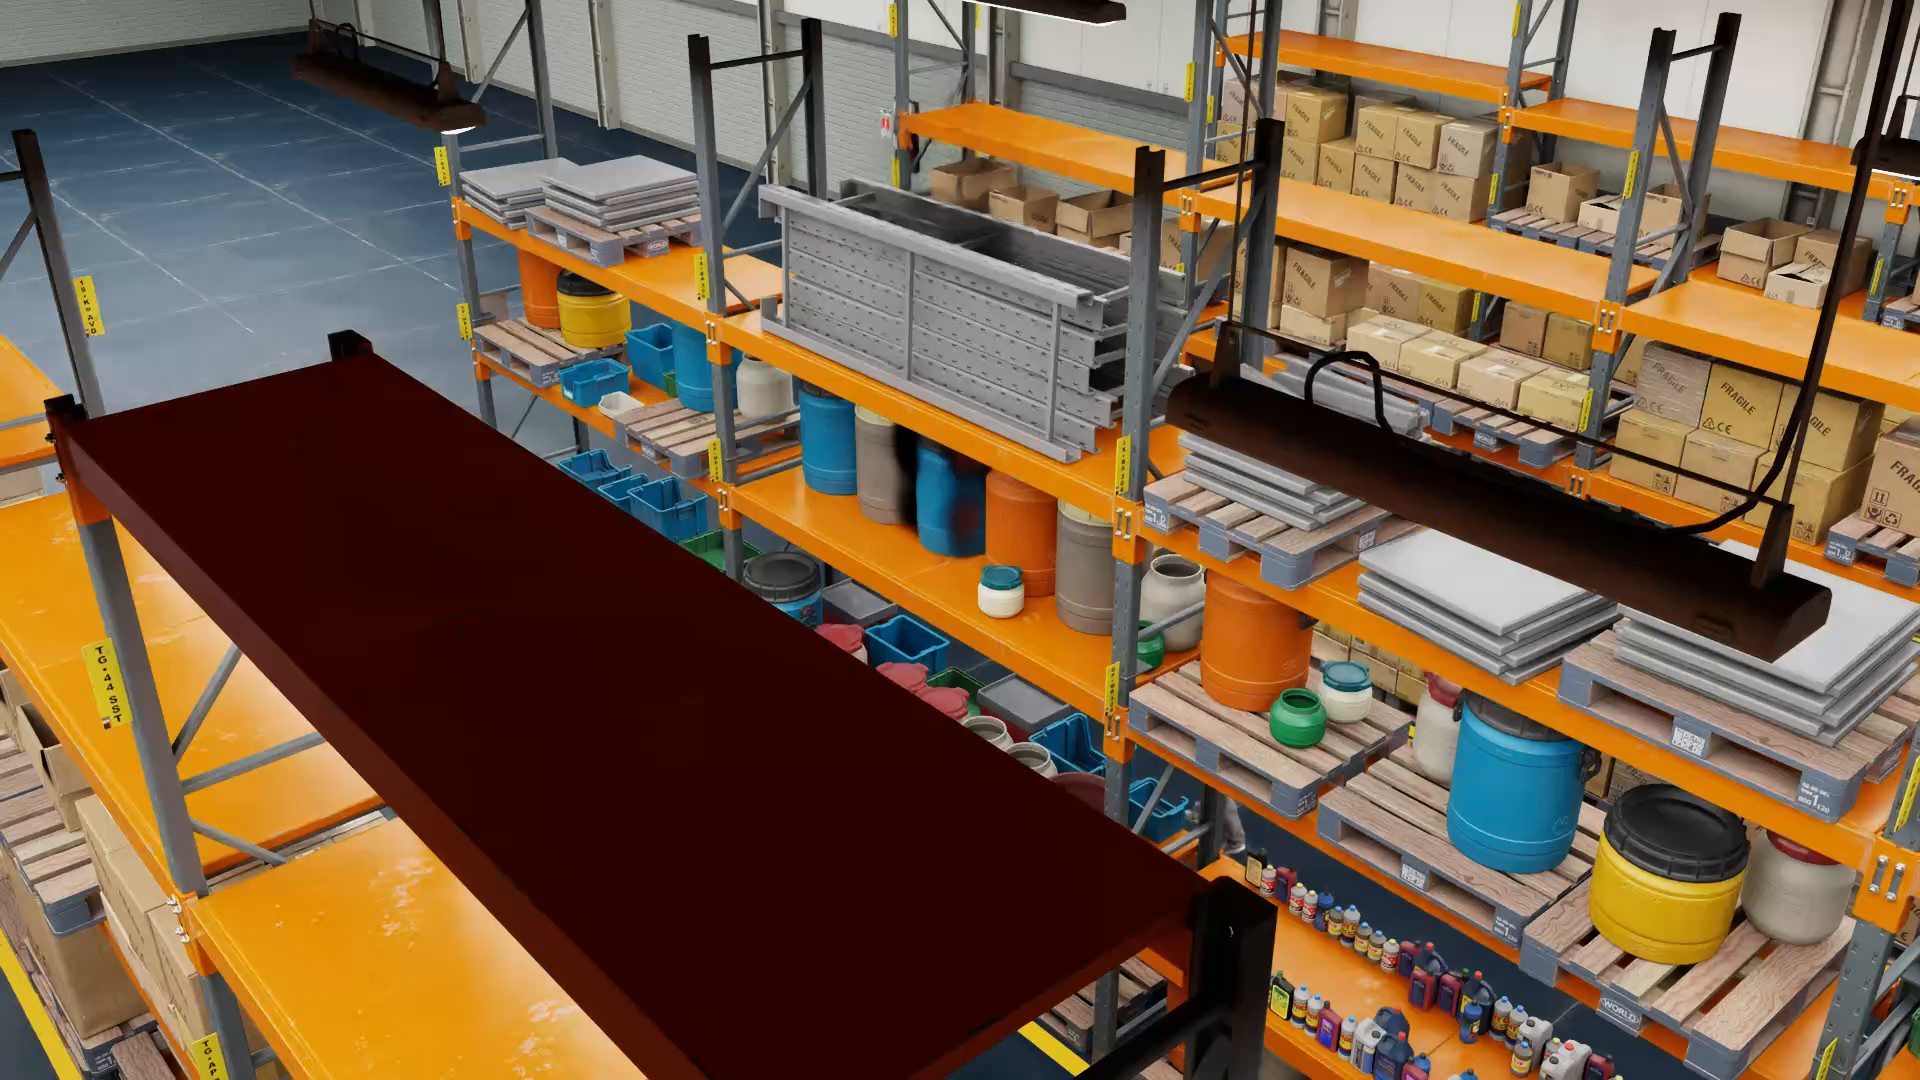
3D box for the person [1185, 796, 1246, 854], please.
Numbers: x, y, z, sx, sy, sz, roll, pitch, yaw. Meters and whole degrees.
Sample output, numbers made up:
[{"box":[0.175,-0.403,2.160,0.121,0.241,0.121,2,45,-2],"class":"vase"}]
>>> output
[{"box":[1.910,1.525,12.144,0.532,1.624,0.716,-19,32,-32],"class":"person"}]
